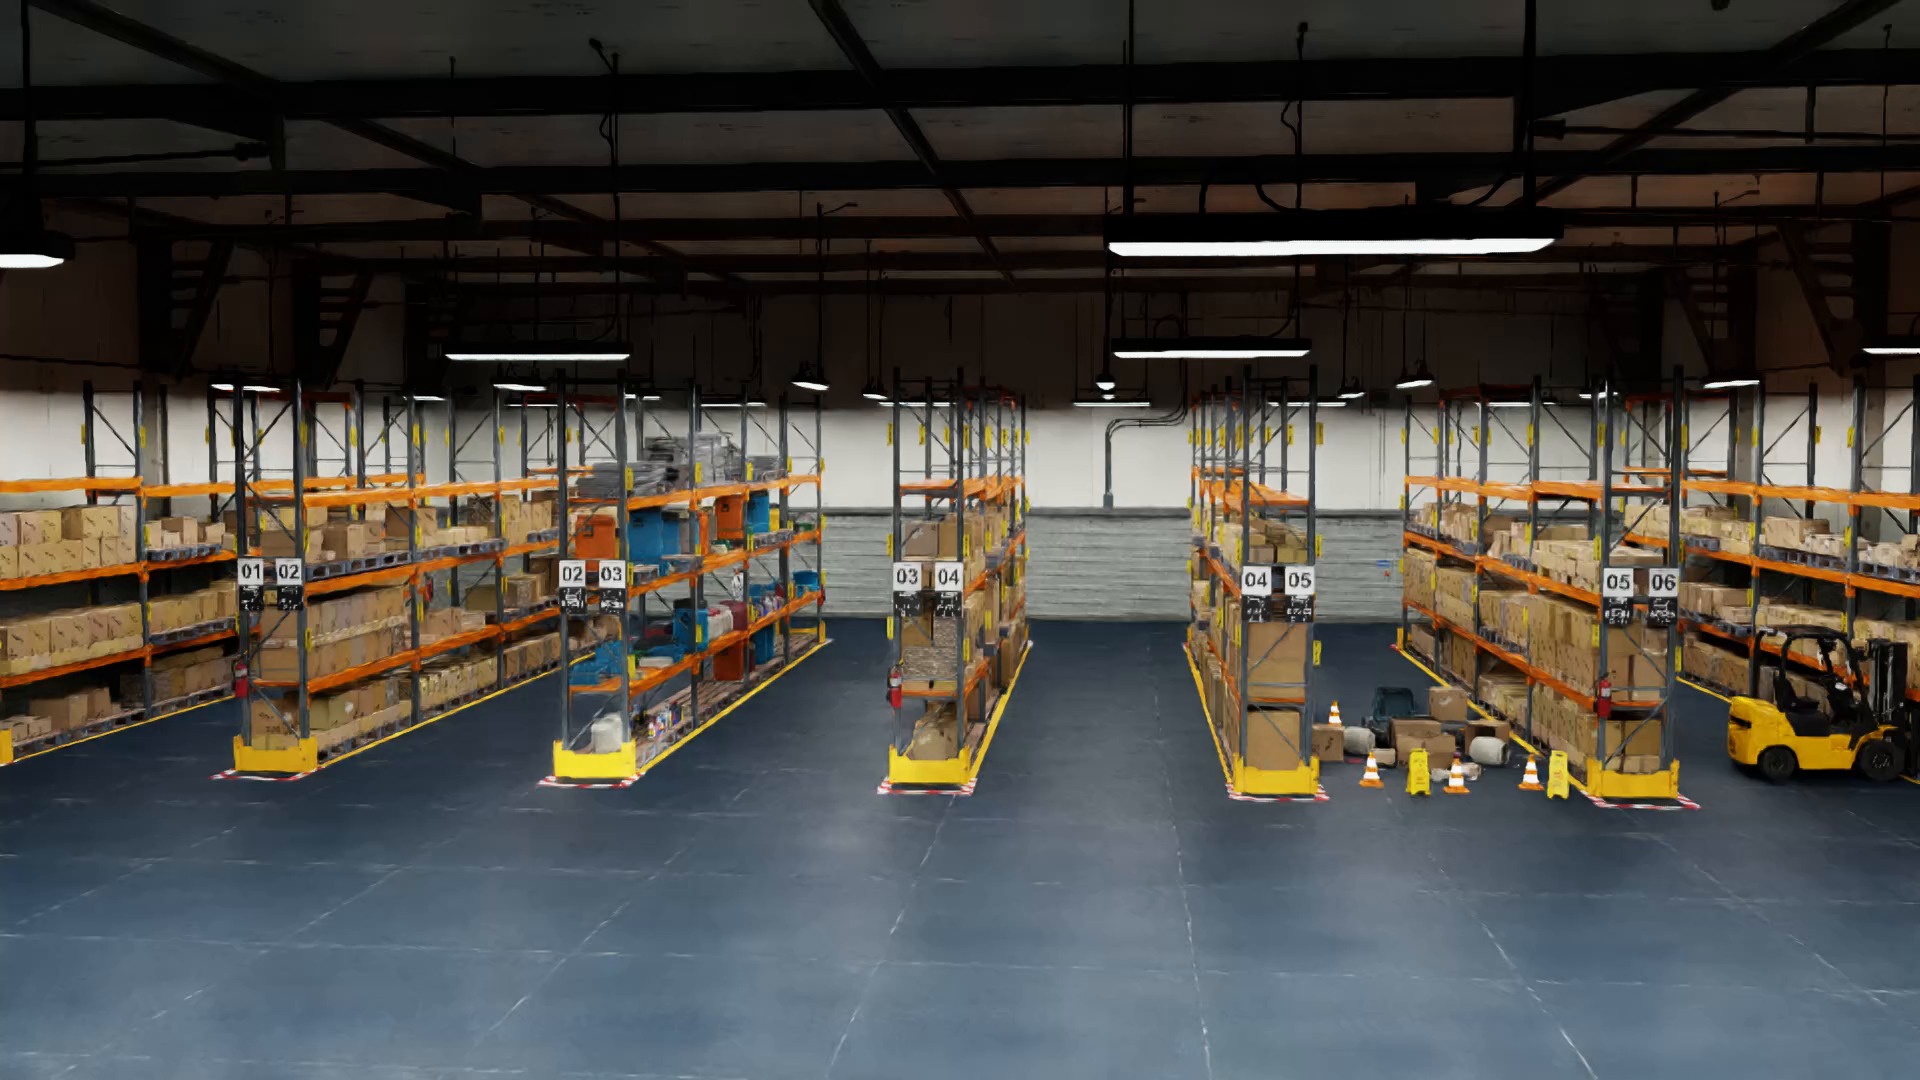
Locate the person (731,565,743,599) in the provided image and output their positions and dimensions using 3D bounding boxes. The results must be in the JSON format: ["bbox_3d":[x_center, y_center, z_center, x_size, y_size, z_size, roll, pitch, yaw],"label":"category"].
[{"bbox_3d":[-5.723,1.464,43.811,0.544,1.648,0.568,3,5,42],"label":"person"}]
